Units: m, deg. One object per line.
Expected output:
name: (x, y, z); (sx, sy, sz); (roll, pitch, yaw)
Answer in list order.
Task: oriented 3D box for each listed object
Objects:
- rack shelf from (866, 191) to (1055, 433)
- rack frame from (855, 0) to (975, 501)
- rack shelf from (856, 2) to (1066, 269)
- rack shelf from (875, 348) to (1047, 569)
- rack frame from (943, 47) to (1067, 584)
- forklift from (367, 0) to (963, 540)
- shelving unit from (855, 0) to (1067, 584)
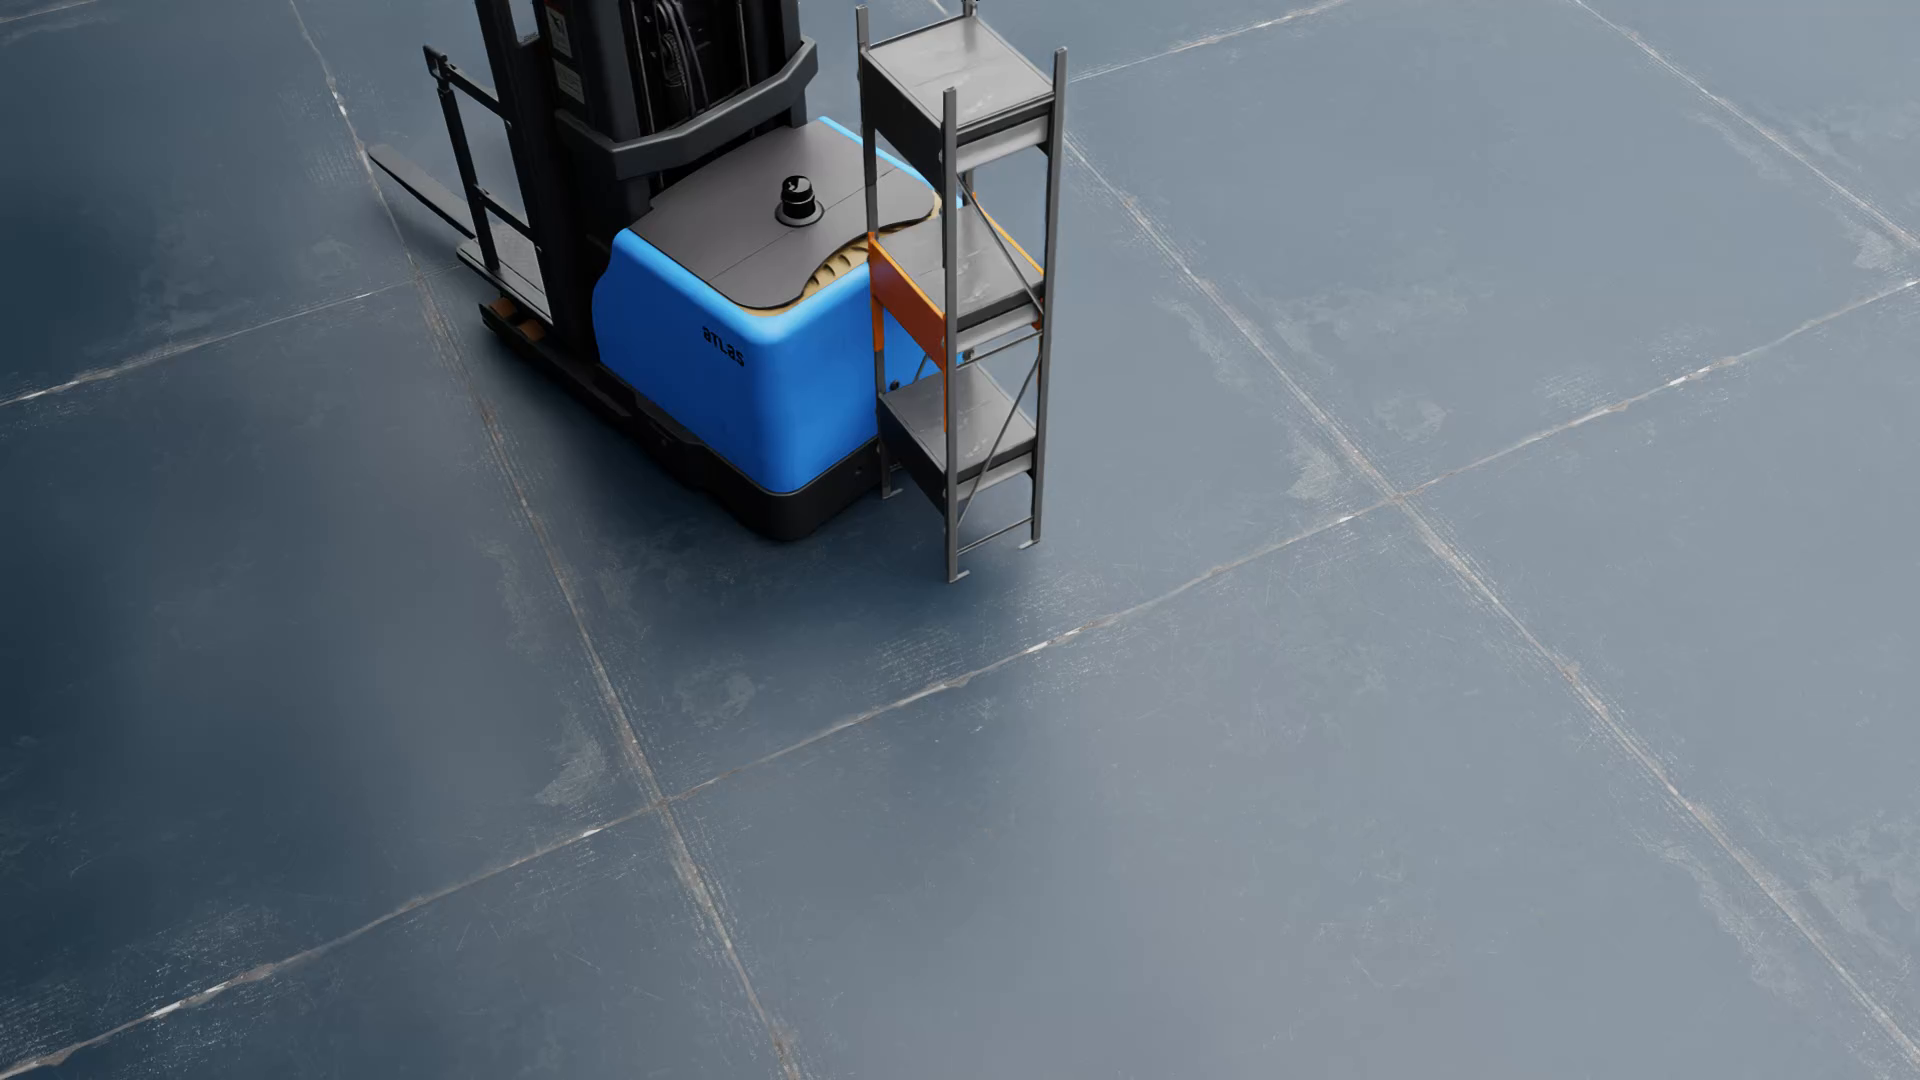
rack shelf: (-0.001, -0.759, 5.537); (0.431, 0.518, 0.480); (-25, 53, -20)
rack frame: (-0.129, -0.924, 5.663); (0.400, 2.100, 0.015); (-25, 53, -20)
rack shelf: (-0.001, -1.220, 5.010); (0.431, 0.518, 0.480); (-25, 53, -20)
rack shelf: (-0.001, -0.298, 6.064); (0.431, 0.518, 0.480); (-25, 53, -20)
rack frame: (0.128, -0.612, 5.390); (0.400, 2.100, 0.015); (-25, 53, -20)
forklift: (-1.357, -1.963, 6.019); (3.031, 2.935, 1.130); (36, 58, 27)
shelving unit: (-0.001, -0.768, 5.527); (0.431, 2.100, 0.503); (-25, 53, -20)
